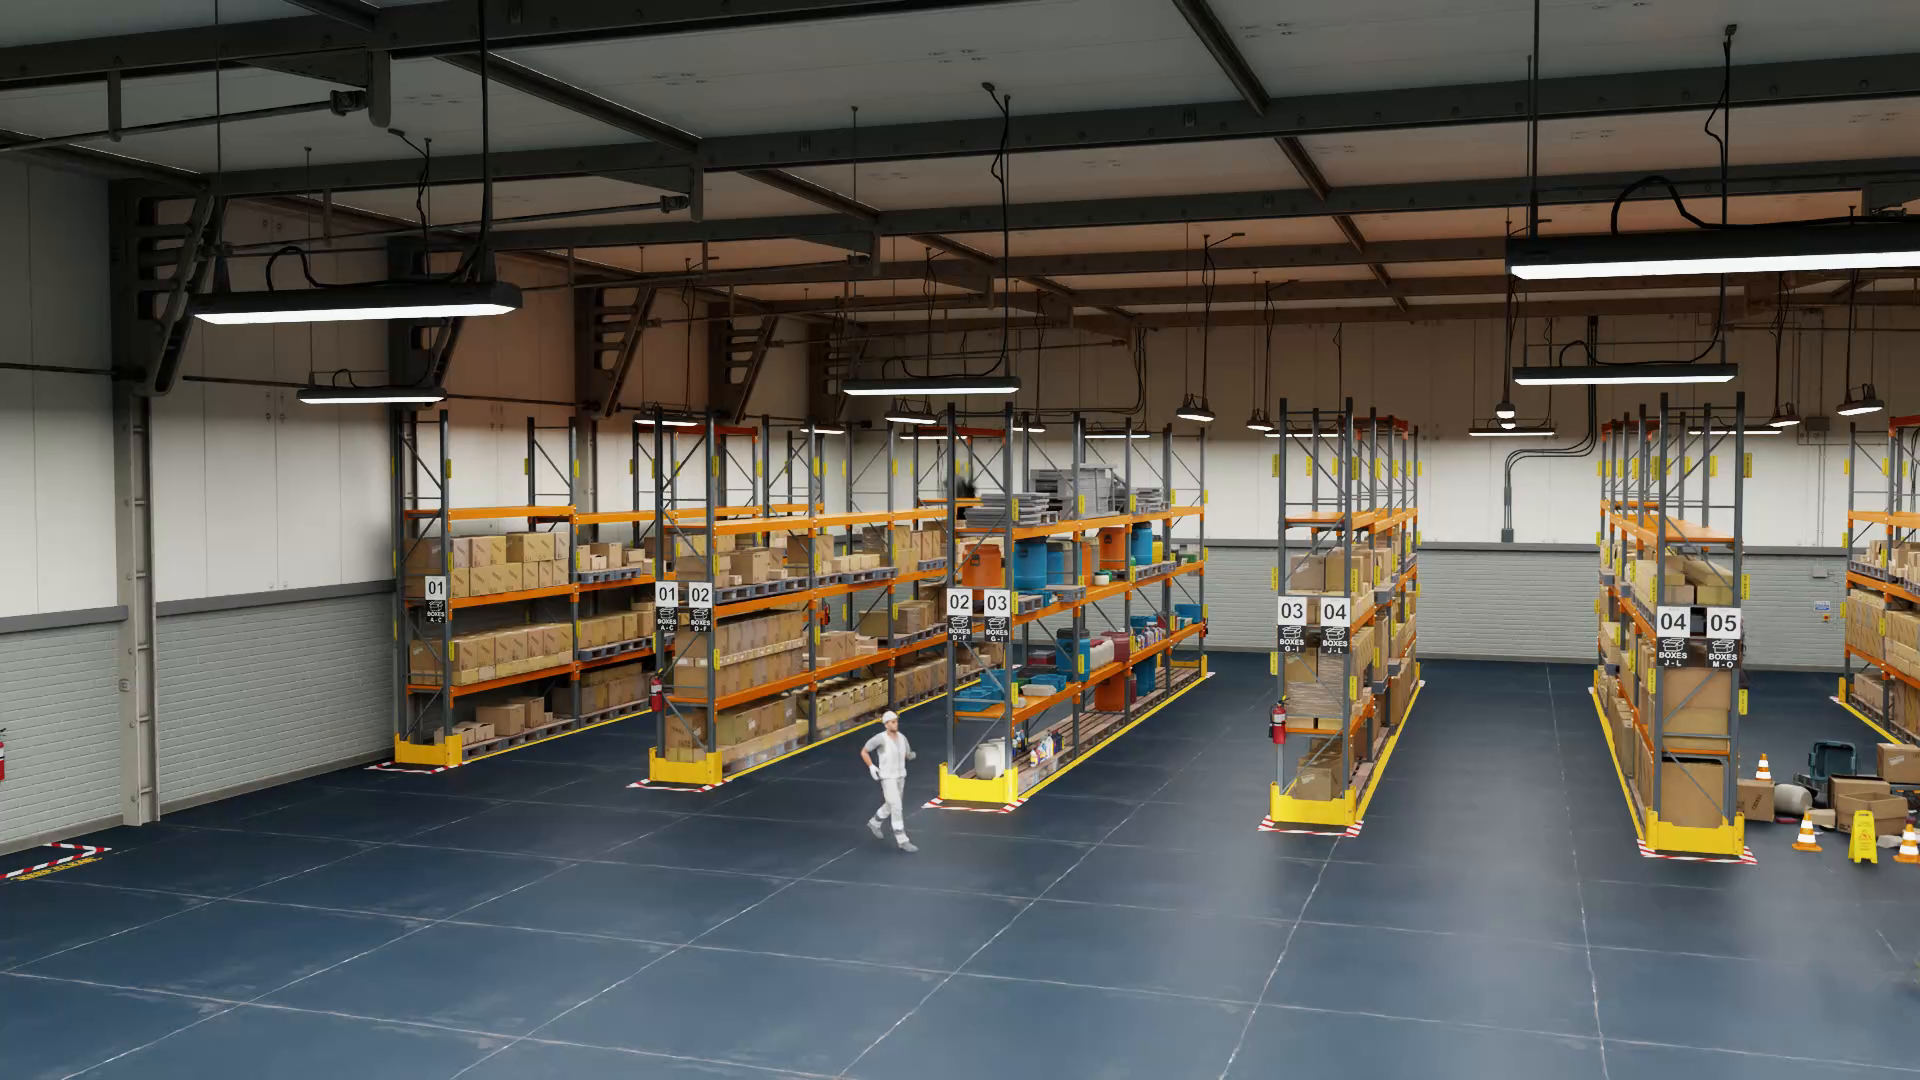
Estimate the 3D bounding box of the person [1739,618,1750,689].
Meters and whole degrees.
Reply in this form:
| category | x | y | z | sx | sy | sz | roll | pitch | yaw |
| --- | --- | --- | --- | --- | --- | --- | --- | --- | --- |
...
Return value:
| category | x | y | z | sx | sy | sz | roll | pitch | yaw |
| --- | --- | --- | --- | --- | --- | --- | --- | --- | --- |
| person | 17.456 | 2.536 | 37.543 | 0.693 | 1.721 | 0.634 | 1 | 3 | 15 |

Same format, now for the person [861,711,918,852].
| category | x | y | z | sx | sy | sz | roll | pitch | yaw |
| --- | --- | --- | --- | --- | --- | --- | --- | --- | --- |
| person | -0.901 | 3.136 | 21.868 | 1.002 | 1.774 | 0.650 | 2 | 3 | 41 |
